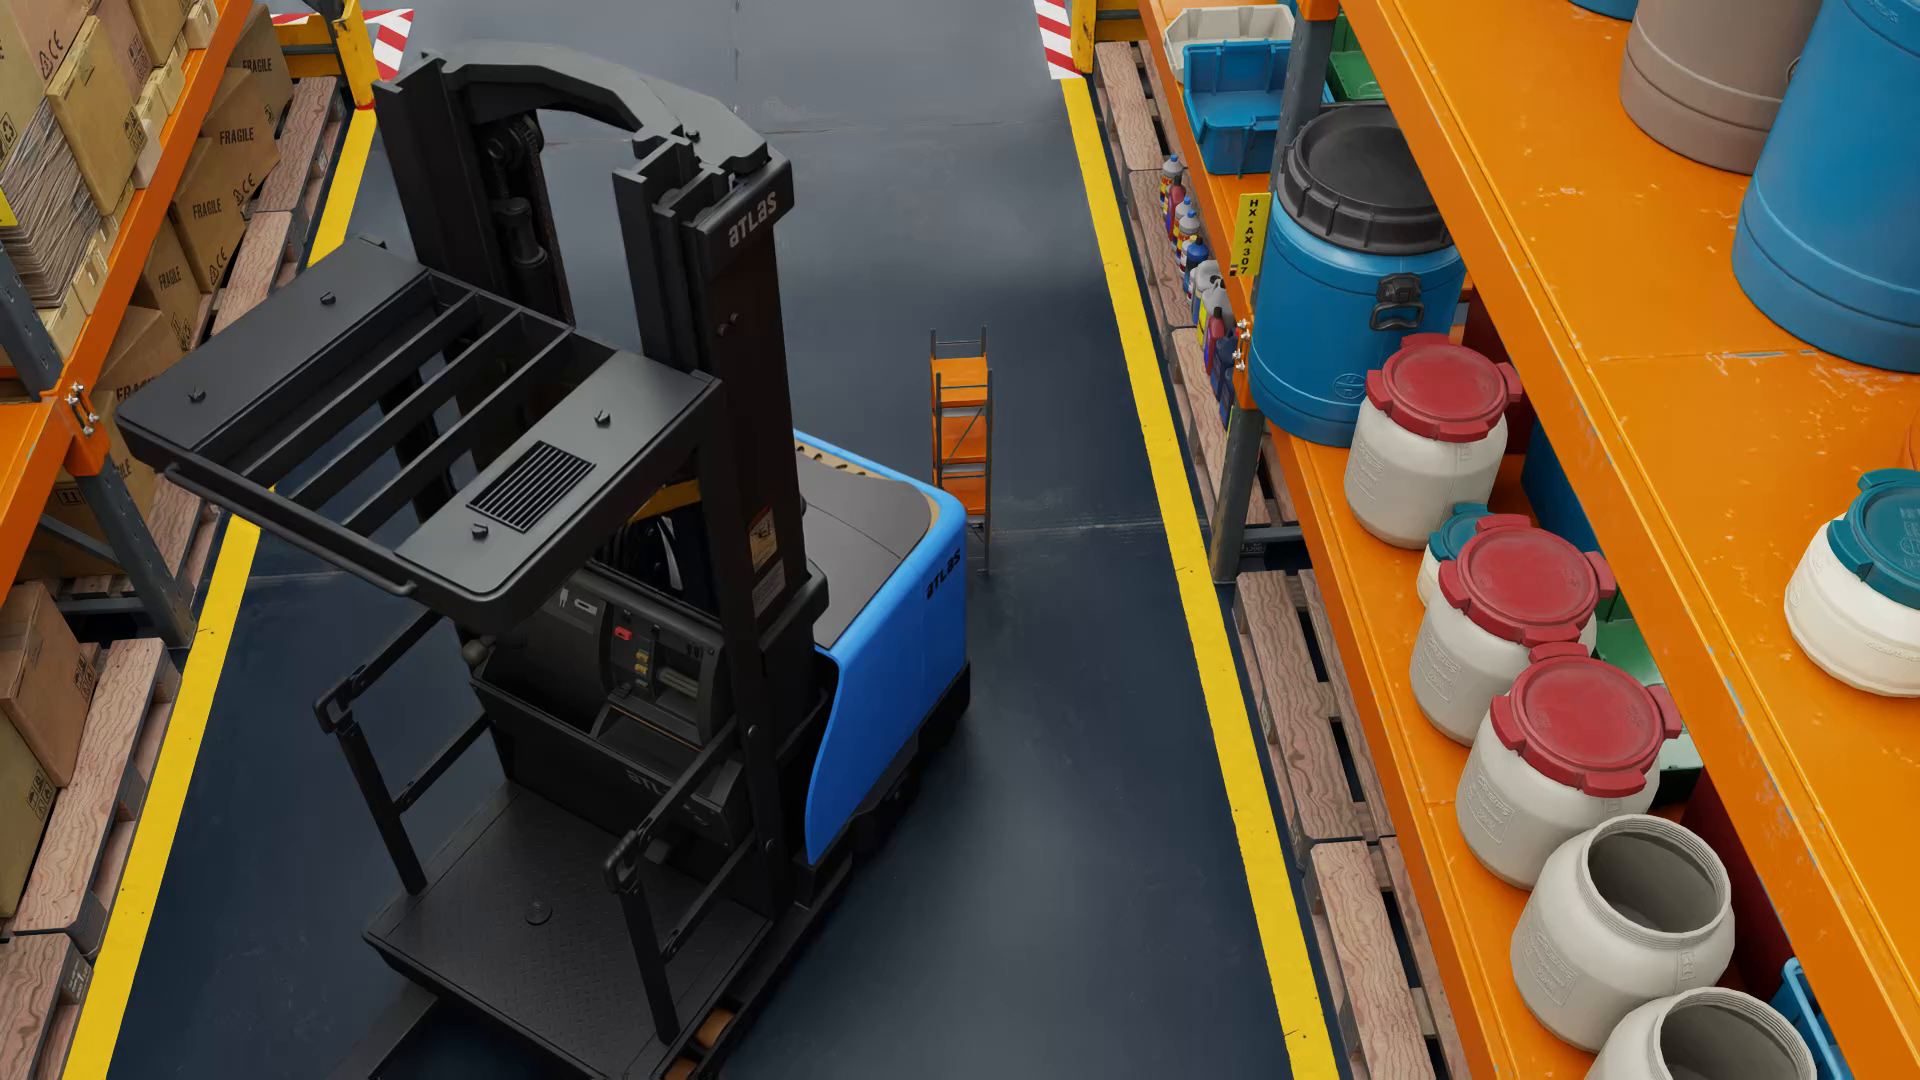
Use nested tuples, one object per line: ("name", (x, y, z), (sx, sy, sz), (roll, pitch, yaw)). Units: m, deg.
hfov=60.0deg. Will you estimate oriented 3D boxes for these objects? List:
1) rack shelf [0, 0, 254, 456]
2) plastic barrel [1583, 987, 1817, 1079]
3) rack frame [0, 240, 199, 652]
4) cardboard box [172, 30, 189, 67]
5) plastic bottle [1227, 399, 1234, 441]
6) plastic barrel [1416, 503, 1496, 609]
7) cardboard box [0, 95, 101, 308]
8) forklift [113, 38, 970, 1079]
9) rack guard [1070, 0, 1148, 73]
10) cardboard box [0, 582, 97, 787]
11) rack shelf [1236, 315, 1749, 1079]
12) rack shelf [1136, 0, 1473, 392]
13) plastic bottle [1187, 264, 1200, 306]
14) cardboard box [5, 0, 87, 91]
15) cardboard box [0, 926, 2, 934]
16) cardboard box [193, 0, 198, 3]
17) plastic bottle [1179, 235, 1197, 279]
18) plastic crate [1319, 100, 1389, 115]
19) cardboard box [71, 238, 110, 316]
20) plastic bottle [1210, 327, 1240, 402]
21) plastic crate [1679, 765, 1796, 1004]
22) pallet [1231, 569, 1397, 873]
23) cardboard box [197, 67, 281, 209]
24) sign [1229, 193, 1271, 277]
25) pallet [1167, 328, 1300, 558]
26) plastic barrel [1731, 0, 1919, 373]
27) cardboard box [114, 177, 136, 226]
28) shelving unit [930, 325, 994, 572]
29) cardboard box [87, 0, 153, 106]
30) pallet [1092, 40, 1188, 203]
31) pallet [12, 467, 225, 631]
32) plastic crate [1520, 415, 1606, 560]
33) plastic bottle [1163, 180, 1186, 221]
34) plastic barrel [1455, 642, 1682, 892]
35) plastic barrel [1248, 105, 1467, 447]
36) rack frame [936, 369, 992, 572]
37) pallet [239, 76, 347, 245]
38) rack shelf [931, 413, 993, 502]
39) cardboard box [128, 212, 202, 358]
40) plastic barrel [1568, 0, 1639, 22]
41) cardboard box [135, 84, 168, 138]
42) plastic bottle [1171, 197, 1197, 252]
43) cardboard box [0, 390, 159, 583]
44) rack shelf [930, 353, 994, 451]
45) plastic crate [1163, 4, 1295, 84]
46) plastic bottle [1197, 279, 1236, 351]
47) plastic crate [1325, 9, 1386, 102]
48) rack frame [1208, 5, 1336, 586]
("rack shelf", (-3.607, -1.824, 6.907), (1.077, 0.370, 4.000), (-3, 47, -3))
("plastic barrel", (1.532, 1.199, 3.472), (0.421, 0.512, 0.421), (0, 47, 0))
("rack frame", (-3.440, -0.624, 5.275), (1.000, 3.000, 0.127), (-3, 47, -3))
("cardboard box", (-3.363, -1.974, 6.727), (0.380, 0.149, 0.250), (-3, 47, -3))
("plastic bottle", (1.127, -0.471, 6.698), (0.061, 0.283, 0.133), (-1, 47, -1))
("plastic barrel", (1.454, 0.089, 4.695), (0.301, 0.262, 0.301), (0, 47, 0))
("cardboard box", (-3.416, -1.090, 5.443), (0.875, 0.500, 0.500), (-3, 47, -3))
("forklift", (-1.143, 0.348, 4.402), (1.130, 2.935, 3.031), (23, 51, 20))
("rack guard", (1.214, -2.908, 9.160), (1.175, 0.500, 0.348), (-3, 47, -3))
("cardboard box", (-3.410, 0.529, 5.601), (0.700, 0.500, 0.500), (-7, 47, -6))
("rack shelf", (1.663, 0.769, 4.451), (1.077, 0.370, 4.000), (-3, 47, -3))
("rack shelf", (1.328, -2.125, 7.192), (1.077, 0.370, 4.000), (-3, 47, -3))
("plastic bottle", (1.065, -1.137, 7.385), (0.097, 0.201, 0.097), (0, 47, 0))
("cardboard box", (-3.268, -1.808, 5.434), (0.500, 0.500, 0.500), (-3, 47, -3))
("cardboard box", (-3.341, 1.280, 4.890), (0.700, 0.500, 0.500), (-7, 47, -7))
("cardboard box", (-3.596, -2.537, 6.813), (0.875, 0.500, 0.500), (-3, 47, -3))
("plastic bottle", (1.047, -1.286, 7.526), (0.097, 0.201, 0.097), (0, 47, 0))
("plastic crate", (1.579, -1.291, 5.949), (0.767, 0.338, 0.504), (-3, 47, -3))
("cardboard box", (-3.166, -0.893, 5.703), (0.380, 0.149, 0.250), (-3, 47, -3))
("plastic bottle", (1.139, -0.753, 6.919), (0.144, 0.351, 0.185), (-6, 47, -5))
("plastic crate", (2.000, 0.759, 3.921), (0.402, 0.464, 0.583), (-3, 47, -3))
("pallet", (1.600, 0.599, 6.037), (1.003, 0.211, 1.213), (-3, 47, -3))
("cardboard box", (-3.655, -1.920, 7.935), (0.500, 0.500, 0.500), (8, 47, 7))
("sign", (0.947, -0.995, 5.436), (0.100, 0.325, 0.005), (-3, 47, -3))
("pallet", (1.481, -0.455, 7.035), (1.003, 0.211, 1.213), (-3, 47, -3))
("plastic barrel", (1.864, -0.828, 3.057), (0.600, 0.901, 0.708), (-3, 47, -3))
("cardboard box", (-3.245, -1.253, 6.044), (0.380, 0.149, 0.250), (-3, 47, -3))
("shelving unit", (0.004, -0.322, 6.332), (0.215, 1.050, 0.252), (-3, 47, -3))
("cardboard box", (-3.565, -1.810, 6.124), (0.875, 0.500, 0.500), (-3, 47, -3))
("pallet", (1.277, -2.220, 8.707), (1.003, 0.211, 1.213), (-3, 47, -3))
("pallet", (-3.531, -0.149, 6.746), (1.003, 0.211, 1.213), (-3, 47, -3))
("plastic crate", (1.898, -0.141, 4.828), (0.392, 0.384, 0.575), (-3, 47, -3))
("plastic bottle", (1.011, -1.603, 7.826), (0.097, 0.201, 0.097), (0, 47, 0))
("plastic barrel", (1.455, 0.577, 4.044), (0.433, 0.535, 0.433), (0, 47, 0))
("plastic barrel", (1.226, -0.800, 5.096), (0.600, 0.901, 0.708), (-3, 47, -3))
("rack frame", (0.015, -0.234, 6.249), (0.200, 1.050, 0.008), (-3, 47, -3))
("pallet", (-3.736, -1.915, 8.418), (1.003, 0.211, 1.213), (-3, 47, -3))
("rack shelf", (0.004, -0.315, 6.340), (0.215, 0.259, 0.240), (-3, 47, -3))
("cardboard box", (-3.619, -1.059, 7.120), (0.500, 0.500, 0.500), (-7, 47, -7))
("plastic barrel", (1.755, -1.774, 3.953), (0.600, 0.901, 0.708), (-3, 47, -3))
("cardboard box", (-3.287, -1.615, 6.386), (0.380, 0.149, 0.250), (-3, 47, -3))
("plastic bottle", (1.031, -1.454, 7.637), (0.097, 0.271, 0.097), (0, 47, 0))
("cardboard box", (-3.433, -0.201, 6.307), (0.500, 0.500, 0.500), (-5, 47, -5))
("rack shelf", (0.004, -0.510, 6.134), (0.215, 0.259, 0.240), (-3, 47, -3))
("plastic crate", (1.107, -1.994, 6.754), (0.530, 0.136, 0.437), (-3, 47, -3))
("plastic bottle", (1.112, -0.987, 7.140), (0.144, 0.351, 0.185), (-4, 47, -4))
("plastic crate", (1.663, -1.852, 6.584), (0.450, 0.188, 0.662), (-3, 47, -3))
("rack frame", (1.496, -0.925, 5.560), (1.000, 3.000, 0.127), (-3, 47, -3))
